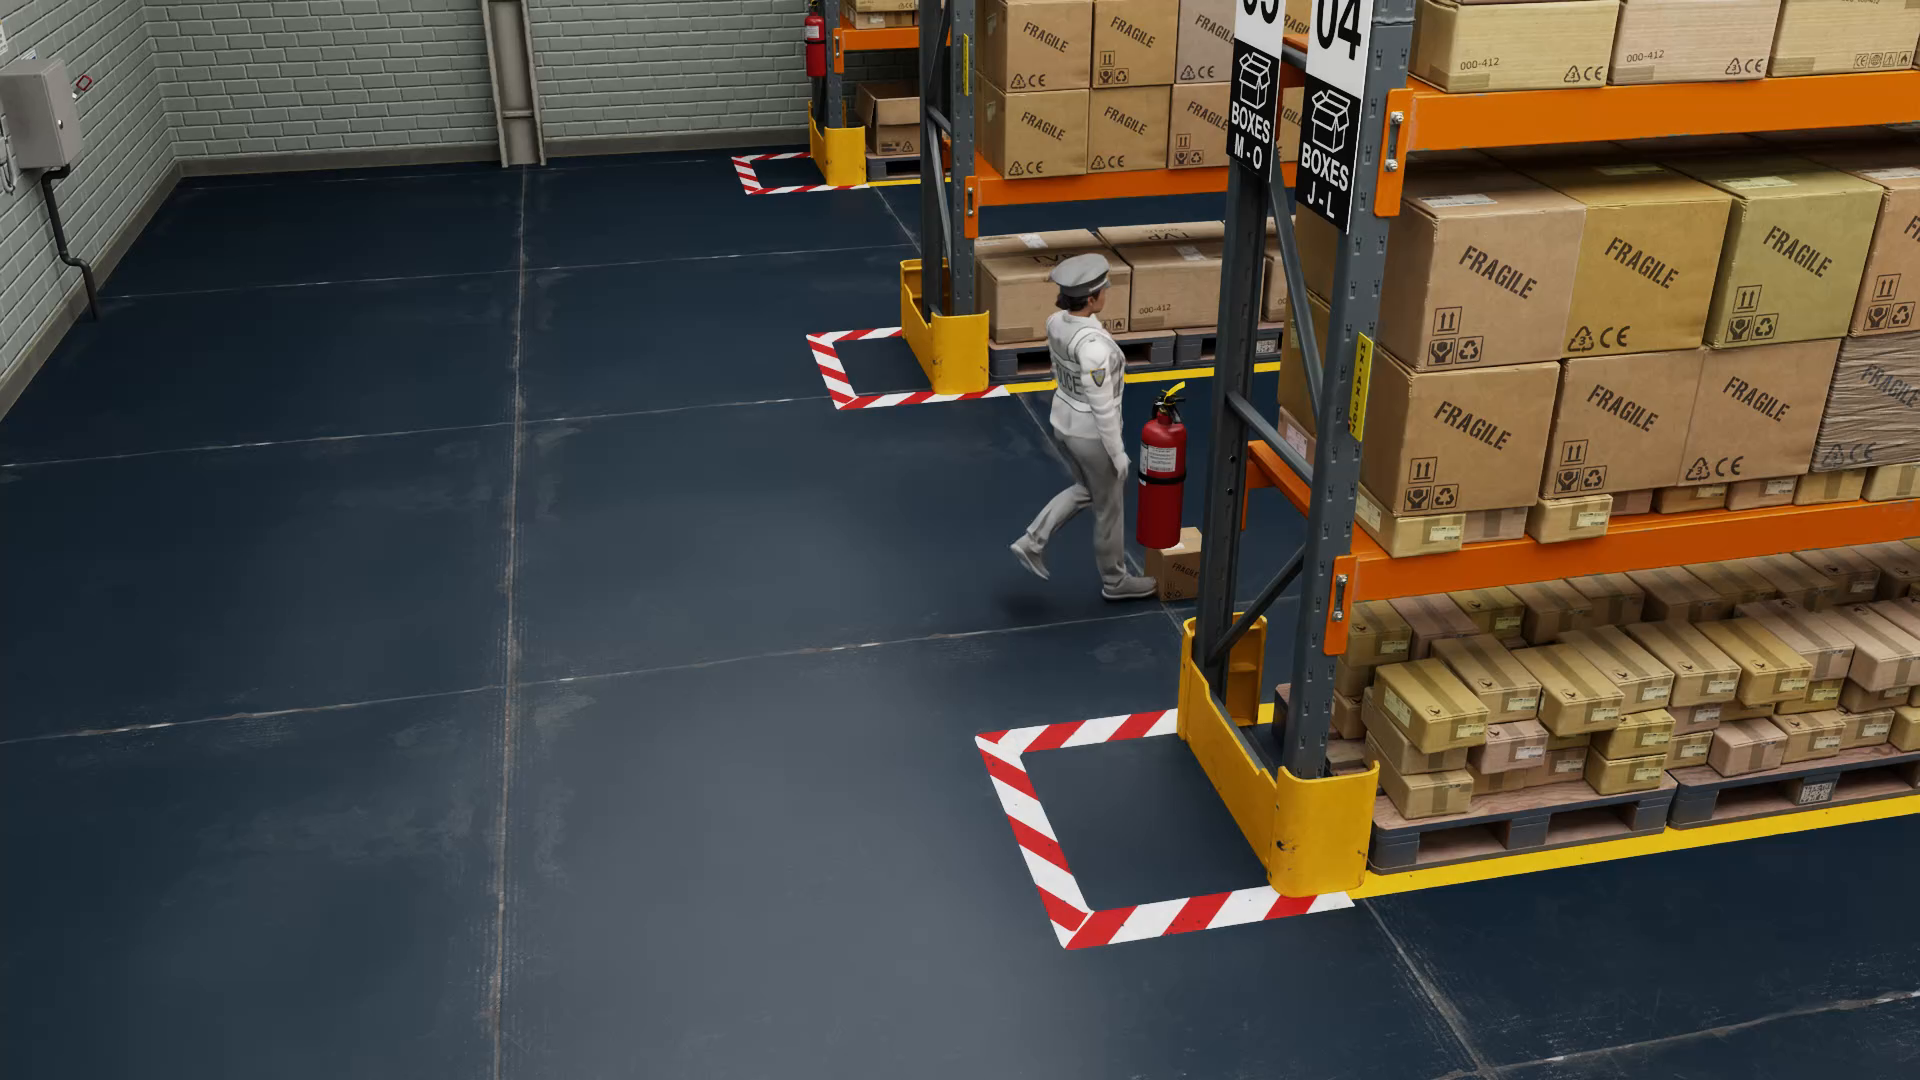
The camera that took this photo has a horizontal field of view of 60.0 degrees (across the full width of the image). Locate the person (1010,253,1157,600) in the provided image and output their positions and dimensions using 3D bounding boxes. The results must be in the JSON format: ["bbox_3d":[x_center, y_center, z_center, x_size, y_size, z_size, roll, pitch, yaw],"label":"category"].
[{"bbox_3d":[0.607,-0.492,7.544,0.665,1.666,0.503,-10,29,-19],"label":"person"}]
